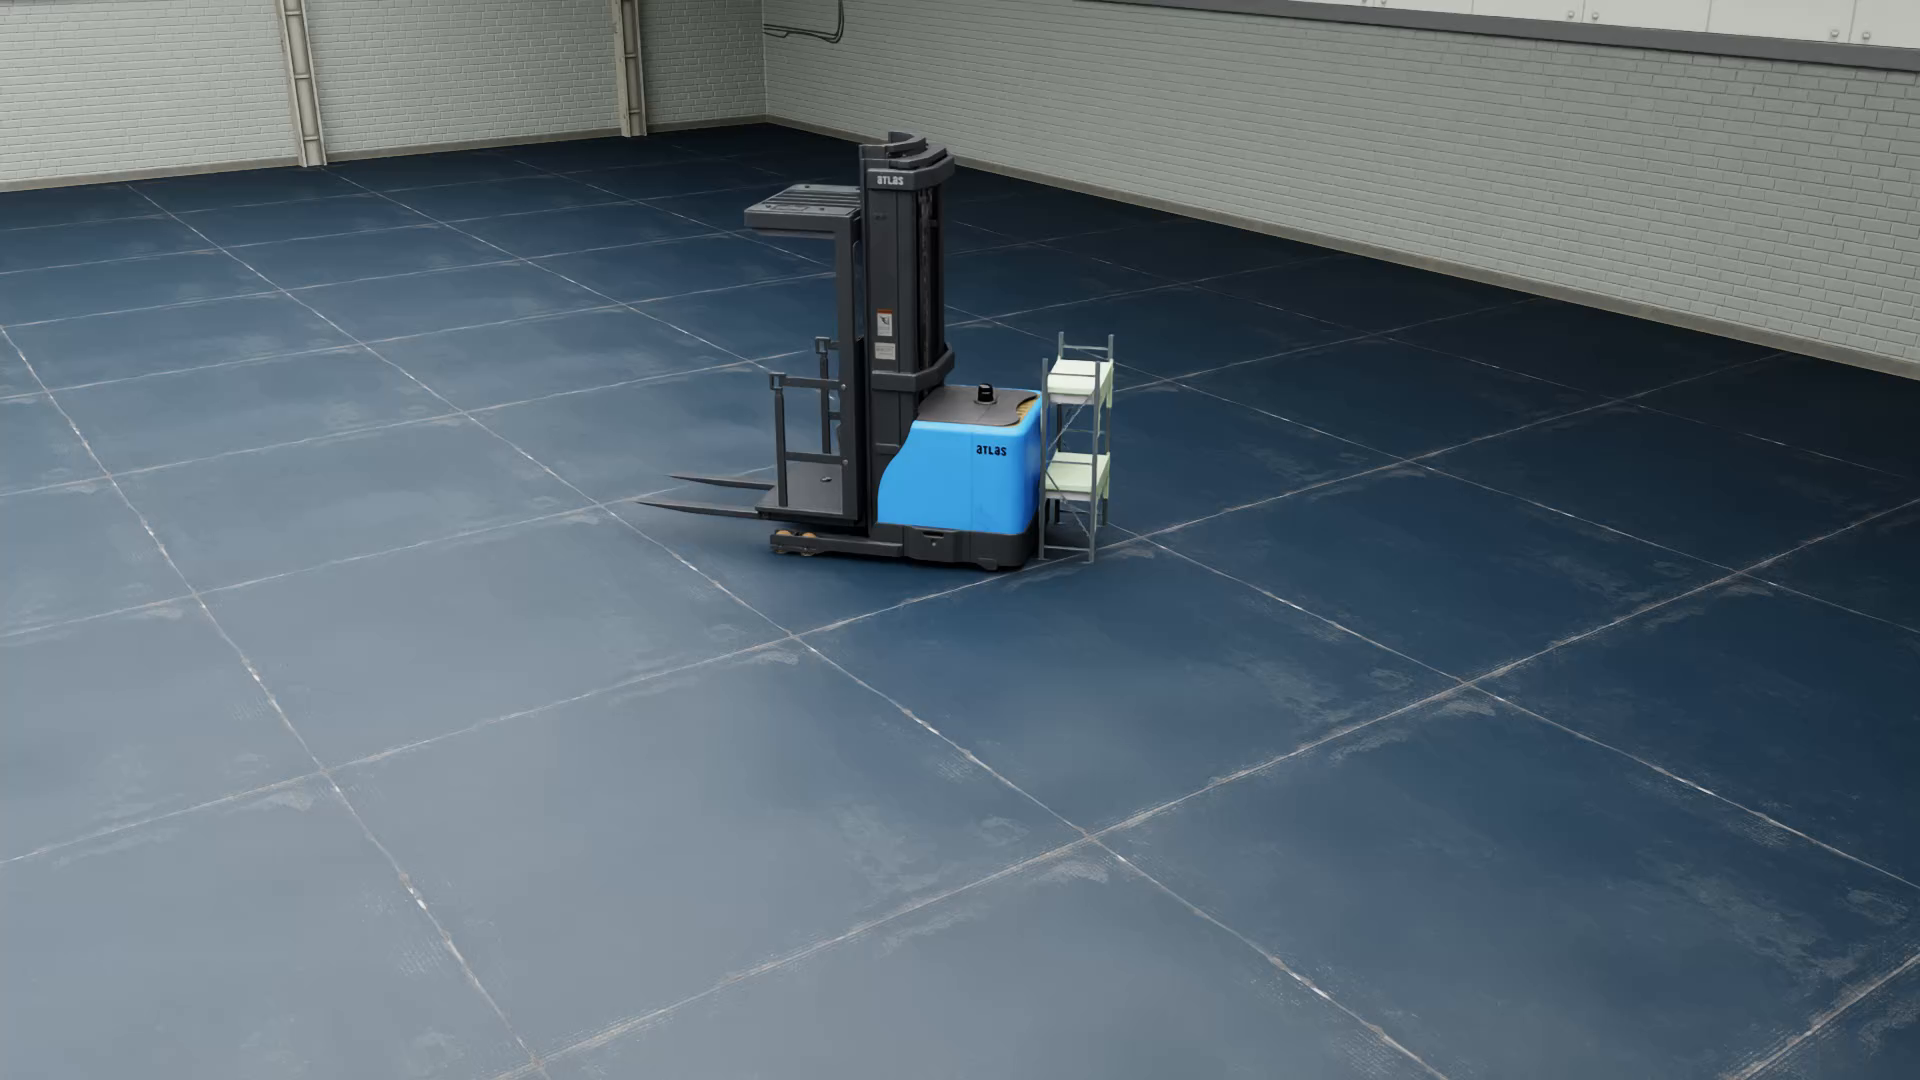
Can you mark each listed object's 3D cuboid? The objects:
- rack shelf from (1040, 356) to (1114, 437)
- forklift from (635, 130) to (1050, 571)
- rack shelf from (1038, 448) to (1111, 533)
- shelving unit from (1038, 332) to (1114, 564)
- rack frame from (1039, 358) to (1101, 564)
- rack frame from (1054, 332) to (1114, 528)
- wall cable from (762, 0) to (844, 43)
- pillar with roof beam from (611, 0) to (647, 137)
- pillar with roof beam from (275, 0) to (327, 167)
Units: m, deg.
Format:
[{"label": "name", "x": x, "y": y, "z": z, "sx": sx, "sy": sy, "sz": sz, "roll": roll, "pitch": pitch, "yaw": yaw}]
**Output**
[{"label": "rack shelf", "x": 0.844, "y": -1.036, "z": 11.915, "sx": 0.431, "sy": 0.370, "sz": 0.720, "roll": 4, "pitch": 22, "yaw": 11}, {"label": "forklift", "x": -0.899, "y": -1.425, "z": 12.013, "sx": 3.031, "sy": 2.935, "sz": 1.130, "roll": 5, "pitch": 22, "yaw": 13}, {"label": "rack shelf", "x": 0.844, "y": -0.370, "z": 12.180, "sx": 0.431, "sy": 0.370, "sz": 0.720, "roll": 4, "pitch": 22, "yaw": 11}, {"label": "shelving unit", "x": 0.844, "y": -0.673, "z": 12.059, "sx": 0.431, "sy": 1.500, "sz": 0.755, "roll": 4, "pitch": 22, "yaw": 11}, {"label": "rack frame", "x": 0.768, "y": -0.540, "z": 11.727, "sx": 0.400, "sy": 1.500, "sz": 0.023, "roll": 4, "pitch": 22, "yaw": 11}, {"label": "rack frame", "x": 0.919, "y": -0.806, "z": 12.392, "sx": 0.400, "sy": 1.500, "sz": 0.023, "roll": 4, "pitch": 22, "yaw": 11}, {"label": "wall cable", "x": -3.065, "y": -10.712, "z": 31.288, "sx": 0.112, "sy": 2.526, "sz": 3.097, "roll": -15, "pitch": 26, "yaw": -33}, {"label": "pillar with roof beam", "x": -3.714, "y": -10.619, "z": 26.866, "sx": 0.400, "sy": 9.000, "sz": 9.100, "roll": -15, "pitch": 26, "yaw": -33}, {"label": "pillar with roof beam", "x": -8.585, "y": -9.320, "z": 23.611, "sx": 0.400, "sy": 9.000, "sz": 9.100, "roll": -15, "pitch": 26, "yaw": -33}]
